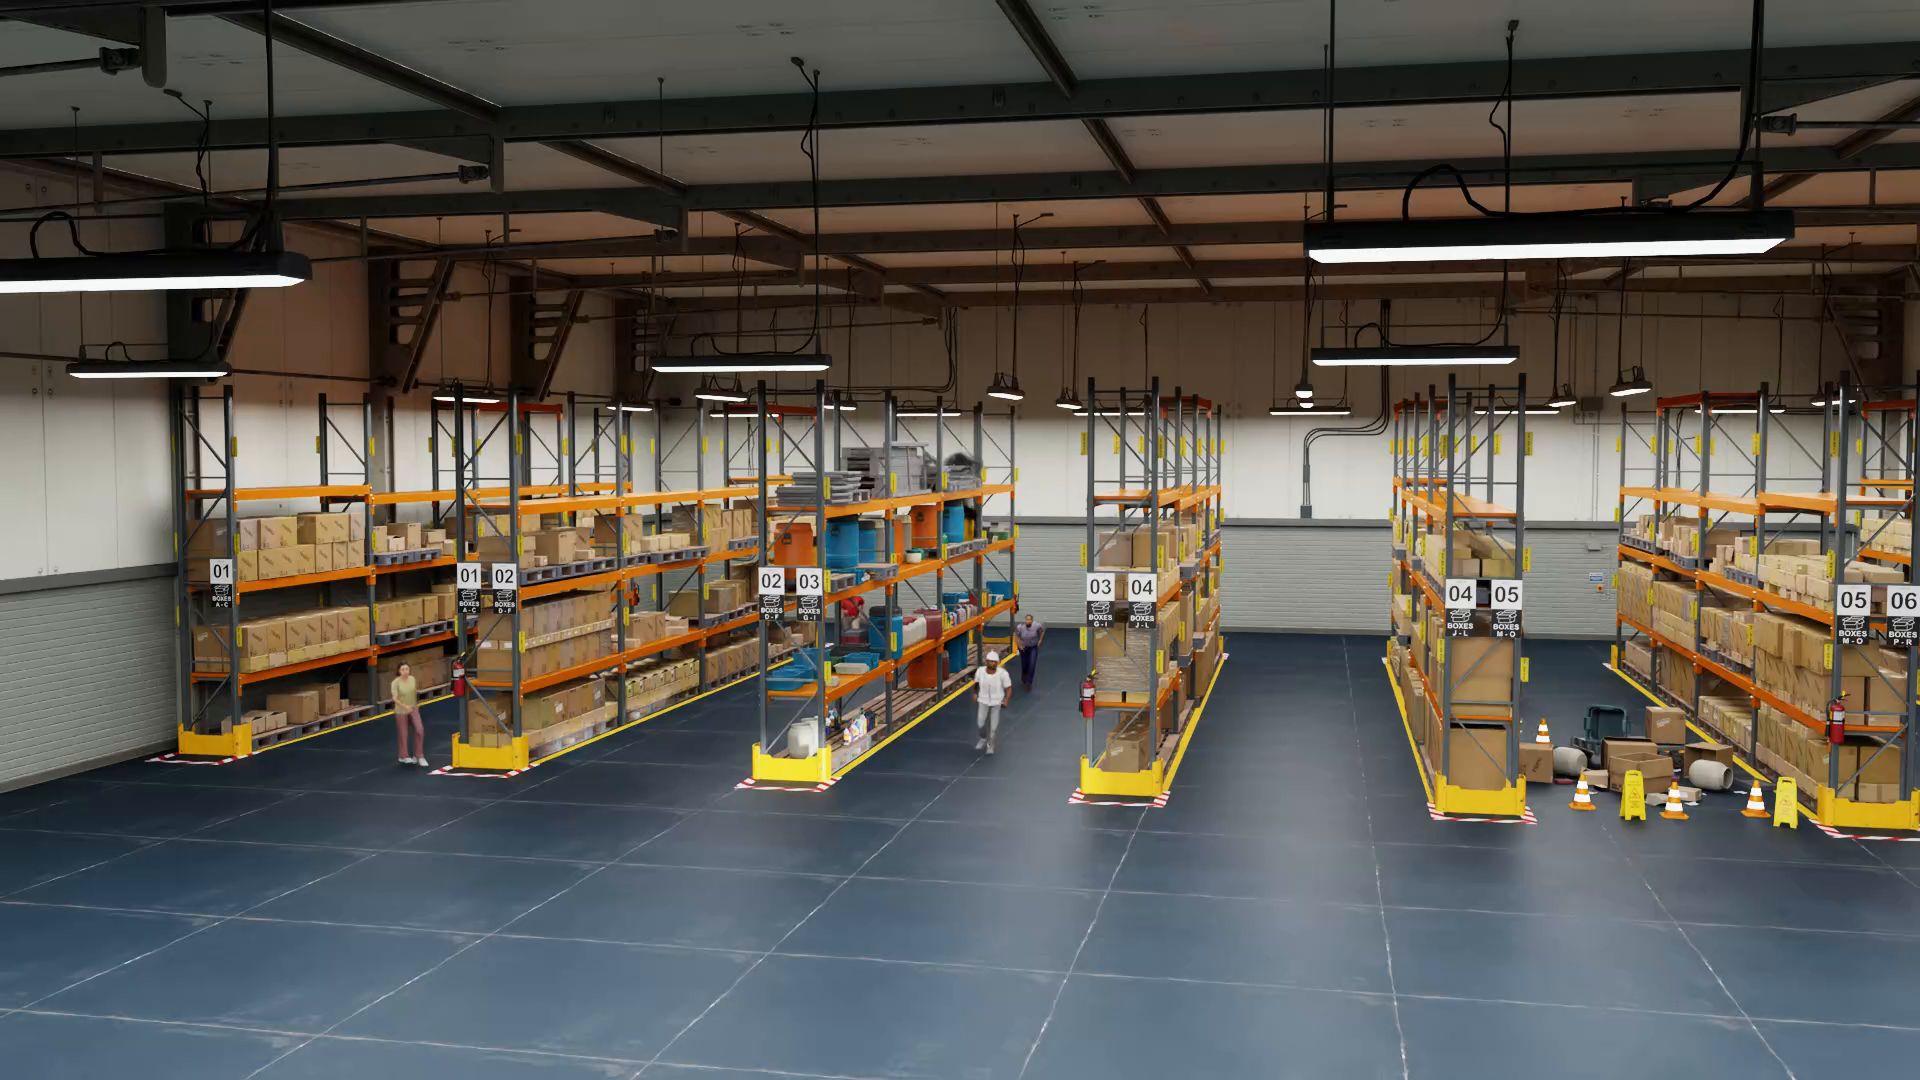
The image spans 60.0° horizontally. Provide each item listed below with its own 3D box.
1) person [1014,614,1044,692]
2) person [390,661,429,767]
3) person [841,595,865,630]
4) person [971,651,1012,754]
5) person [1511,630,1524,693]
[{"bbox_3d":[1.425,2.306,34.497,0.629,1.620,0.955,0,3,-5],"label":"person"},{"bbox_3d":[-8.631,2.709,25.991,0.694,1.676,0.571,3,4,44],"label":"person"},{"bbox_3d":[-2.579,1.953,39.350,0.626,1.769,0.831,0,3,4],"label":"person"},{"bbox_3d":[0.497,2.631,26.818,0.710,1.701,0.794,0,3,7],"label":"person"},{"bbox_3d":[11.119,2.259,33.769,0.704,1.729,0.830,0,3,5],"label":"person"}]
